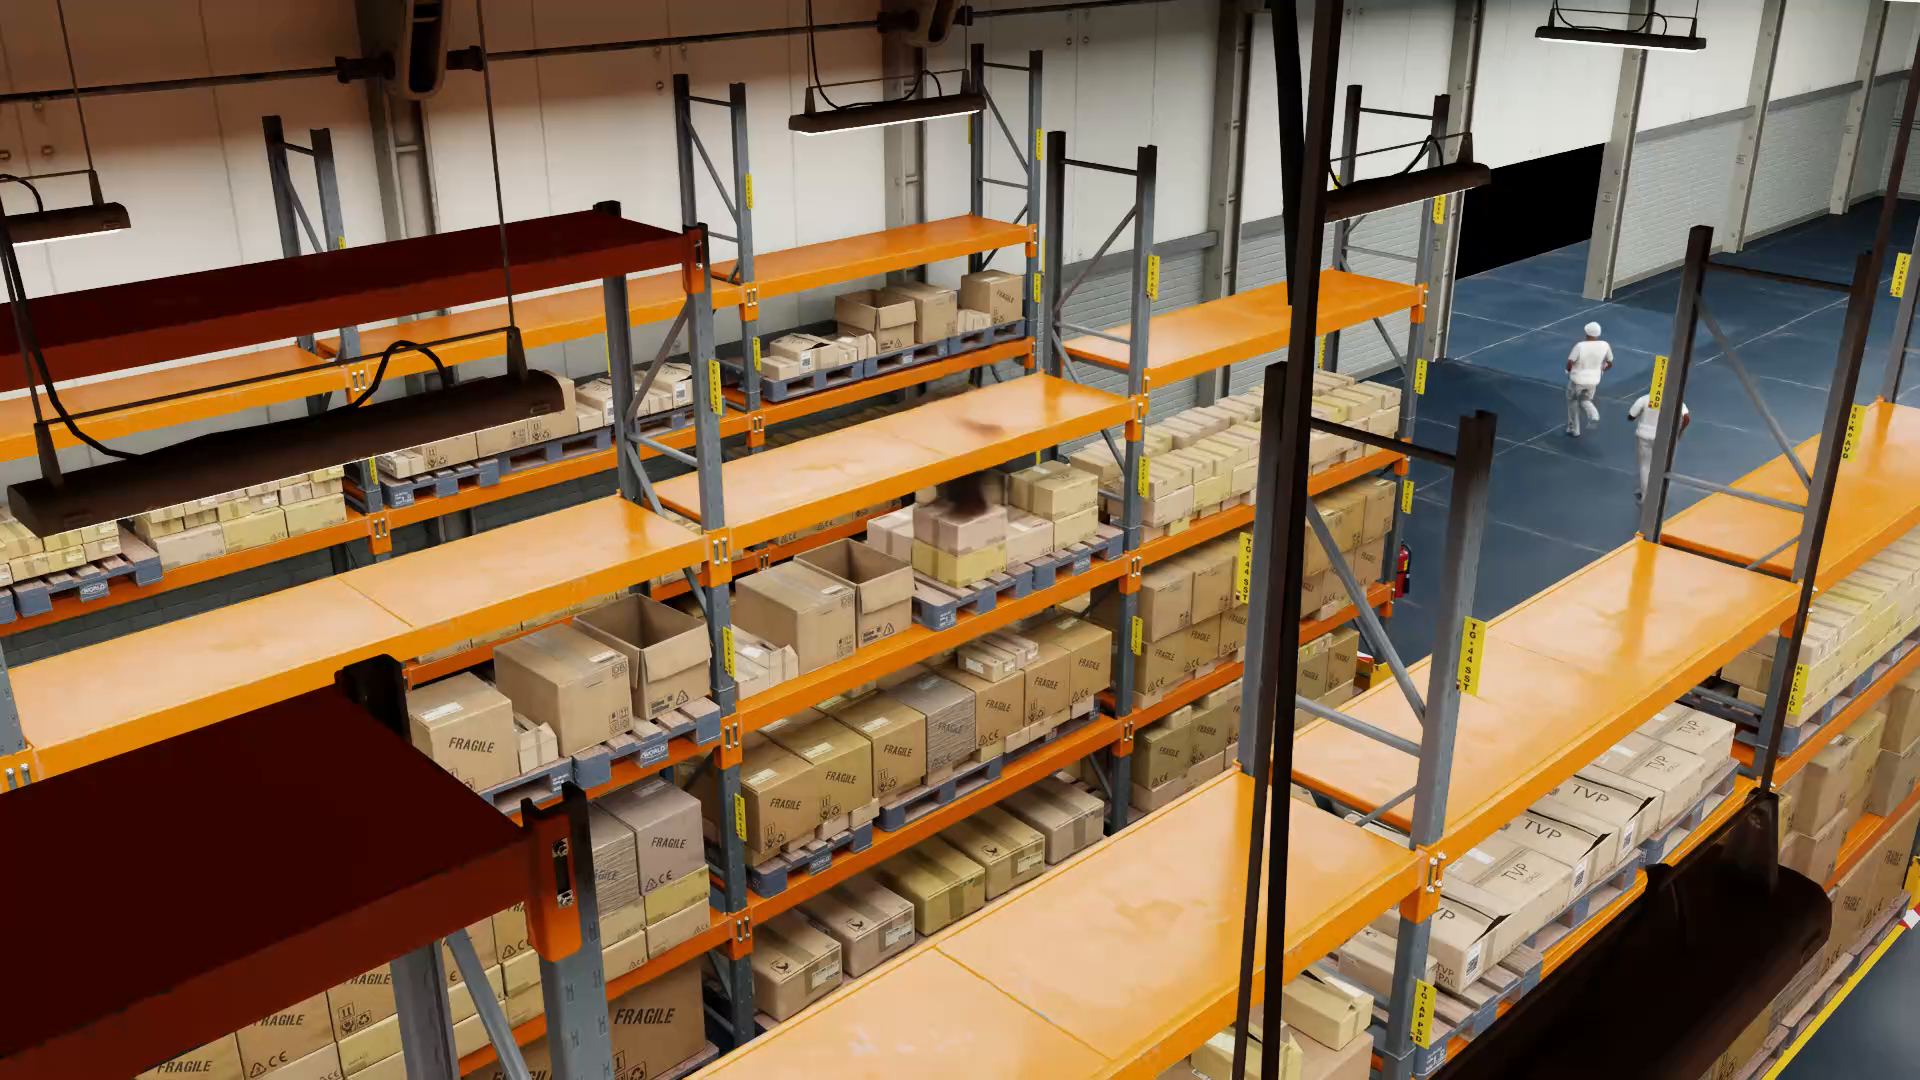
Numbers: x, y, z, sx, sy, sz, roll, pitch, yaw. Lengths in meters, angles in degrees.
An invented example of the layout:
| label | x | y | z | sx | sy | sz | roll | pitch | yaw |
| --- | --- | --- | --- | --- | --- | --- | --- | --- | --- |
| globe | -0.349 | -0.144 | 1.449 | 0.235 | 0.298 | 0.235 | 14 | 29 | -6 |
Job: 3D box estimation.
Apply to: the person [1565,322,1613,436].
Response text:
| label | x | y | z | sx | sy | sz | roll | pitch | yaw |
| --- | --- | --- | --- | --- | --- | --- | --- | --- | --- |
| person | 9.098 | -2.314 | 24.191 | 0.683 | 1.743 | 0.689 | -1 | 22 | -2 |

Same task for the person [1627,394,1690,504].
| label | x | y | z | sx | sy | sz | roll | pitch | yaw |
| --- | --- | --- | --- | --- | --- | --- | --- | --- | --- |
| person | 9.027 | -1.313 | 21.687 | 0.685 | 1.809 | 0.868 | 1 | 22 | 2 |
